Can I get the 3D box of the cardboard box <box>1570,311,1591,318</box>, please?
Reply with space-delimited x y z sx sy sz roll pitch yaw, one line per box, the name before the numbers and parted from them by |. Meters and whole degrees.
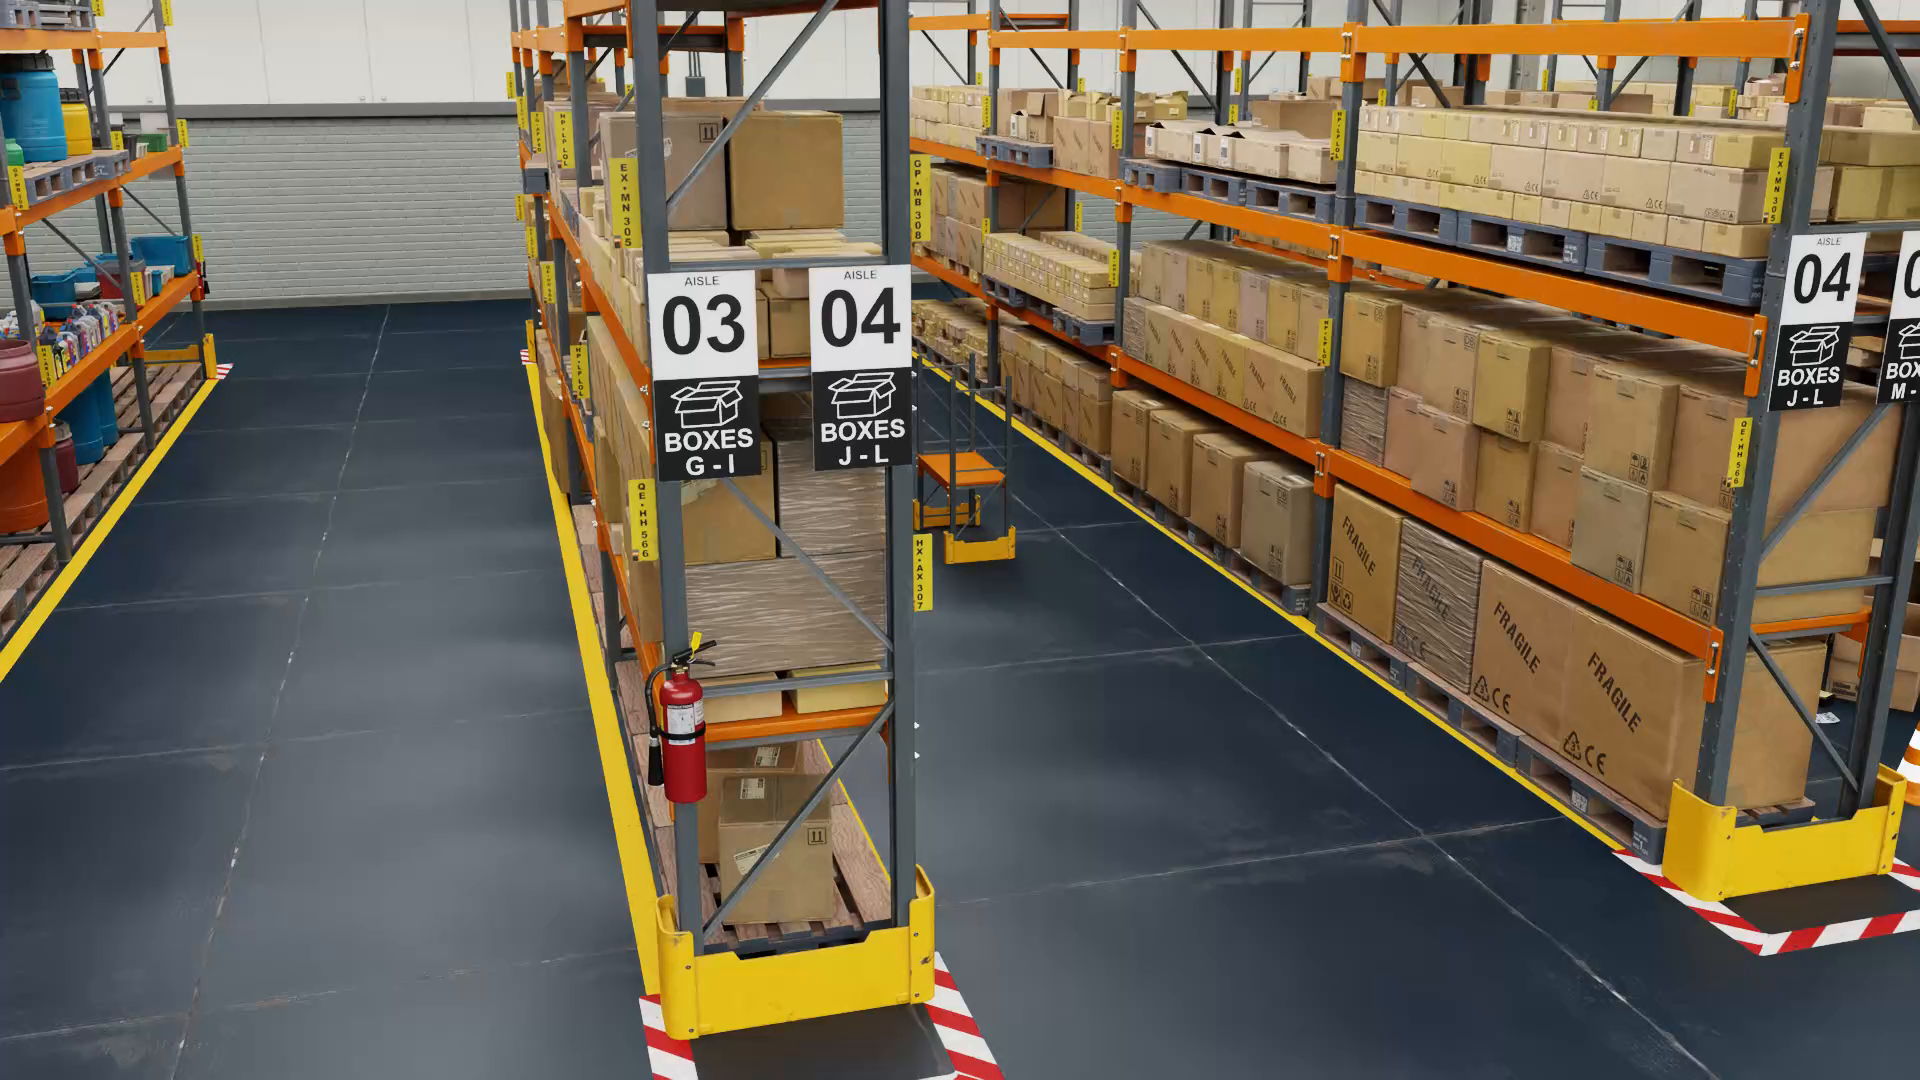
cardboard box | 6.257 -2.452 17.162 0.500 0.250 0.500 -5 18 -17

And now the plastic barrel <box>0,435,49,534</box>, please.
plastic barrel | -7.796 -0.525 13.529 0.600 0.830 0.708 -5 17 -15

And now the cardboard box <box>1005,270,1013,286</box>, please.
cardboard box | 0.696 -2.812 17.806 0.380 0.149 0.250 -5 17 -15

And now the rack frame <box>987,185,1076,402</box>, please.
rack frame | 0.815 -3.092 19.030 1.000 3.000 0.127 -5 17 -15

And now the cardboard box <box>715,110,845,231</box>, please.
cardboard box | -0.832 -1.706 7.645 0.500 0.500 0.500 -5 17 -15

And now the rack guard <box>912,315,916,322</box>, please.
rack guard | -0.263 -2.980 23.003 1.175 0.500 0.348 -5 17 -15

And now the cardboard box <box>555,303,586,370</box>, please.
cardboard box | -3.256 -1.786 14.509 0.500 0.500 0.500 -4 17 -14

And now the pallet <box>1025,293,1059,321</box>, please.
pallet | 1.331 -2.438 17.186 1.003 0.211 1.213 -5 17 -15

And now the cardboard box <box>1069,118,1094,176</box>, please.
cardboard box | 1.363 -3.745 15.817 0.500 0.500 0.500 -5 17 -15

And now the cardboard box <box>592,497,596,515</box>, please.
cardboard box | -2.679 -0.451 13.819 0.700 0.500 0.500 -6 18 -18

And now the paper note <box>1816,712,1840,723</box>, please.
paper note | 5.326 1.094 10.260 0.144 0.017 0.142 1 17 4

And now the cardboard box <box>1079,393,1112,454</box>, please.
cardboard box | 1.482 -1.150 16.183 0.500 0.500 0.500 -5 17 -16

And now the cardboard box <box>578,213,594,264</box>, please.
cardboard box | -1.906 -1.735 9.559 0.500 0.250 0.500 -5 18 -17

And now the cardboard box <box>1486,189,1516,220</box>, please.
cardboard box | 3.205 -1.896 9.368 0.380 0.149 0.250 -4 17 -15

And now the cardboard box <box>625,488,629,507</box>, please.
cardboard box | -1.157 -0.023 8.125 0.875 0.500 0.500 -5 17 -15

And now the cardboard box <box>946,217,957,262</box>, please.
cardboard box | 0.133 -3.675 20.281 0.500 0.500 0.500 -5 17 -16

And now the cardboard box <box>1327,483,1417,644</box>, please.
cardboard box | 3.119 0.117 11.311 0.875 0.875 0.875 -4 17 -14

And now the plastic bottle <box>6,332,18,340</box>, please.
plastic bottle | -8.550 -1.777 15.000 0.097 0.201 0.097 0 17 0

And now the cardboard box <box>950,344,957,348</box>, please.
cardboard box | 0.088 -2.373 20.862 0.380 0.149 0.250 -4 17 -14

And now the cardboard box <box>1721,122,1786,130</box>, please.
cardboard box | 4.120 -2.047 8.486 0.380 0.149 0.250 -5 17 -15

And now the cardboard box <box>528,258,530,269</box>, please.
cardboard box | -5.158 -3.448 20.652 0.380 0.149 0.250 -5 17 -17

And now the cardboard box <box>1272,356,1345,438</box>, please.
cardboard box | 2.613 -1.050 12.059 0.500 0.500 0.500 -5 17 -16

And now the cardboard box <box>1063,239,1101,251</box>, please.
cardboard box | 1.329 -3.143 17.875 0.380 0.149 0.250 -5 17 -15

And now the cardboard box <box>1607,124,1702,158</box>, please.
cardboard box | 3.484 -1.997 8.320 0.380 0.149 0.250 -4 17 -14

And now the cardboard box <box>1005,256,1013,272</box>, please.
cardboard box | 0.697 -2.955 17.764 0.380 0.149 0.250 -5 18 -18

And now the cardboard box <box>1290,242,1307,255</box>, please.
cardboard box | 4.745 -4.093 22.189 0.500 0.500 0.500 -4 17 -13

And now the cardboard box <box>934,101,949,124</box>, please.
cardboard box | -0.001 -5.235 20.345 0.500 0.250 0.500 -5 18 -17

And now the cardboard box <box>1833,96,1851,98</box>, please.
cardboard box | 10.745 -5.328 20.276 0.380 0.149 0.250 -4 17 -14

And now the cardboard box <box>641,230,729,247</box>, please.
cardboard box | -1.240 -1.310 7.453 0.380 0.149 0.250 -4 17 -15

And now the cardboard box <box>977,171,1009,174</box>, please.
cardboard box | 0.520 -4.331 20.727 0.500 0.500 0.500 -5 18 -17

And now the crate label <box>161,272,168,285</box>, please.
crate label | -9.279 -2.977 19.003 0.396 0.136 0.243 -5 17 -15

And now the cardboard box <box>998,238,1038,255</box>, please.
cardboard box | 0.631 -3.164 17.945 0.380 0.149 0.250 -5 17 -15

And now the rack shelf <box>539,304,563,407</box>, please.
rack shelf | -3.432 -1.830 16.080 1.077 0.370 4.000 -5 17 -15

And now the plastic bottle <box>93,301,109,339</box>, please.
plastic bottle | -8.177 -2.084 15.761 0.144 0.351 0.185 -5 17 -15

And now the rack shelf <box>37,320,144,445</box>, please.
rack shelf | -8.194 -1.438 14.776 1.077 0.370 4.000 -5 17 -15

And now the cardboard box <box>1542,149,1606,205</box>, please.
cardboard box | 3.436 -1.919 8.753 0.500 0.250 0.500 -5 17 -16

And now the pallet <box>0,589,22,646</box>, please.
pallet | -7.138 0.660 11.387 1.003 0.211 1.213 -5 17 -15

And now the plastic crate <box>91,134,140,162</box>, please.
plastic crate | -8.822 -4.075 17.317 0.497 0.269 0.590 -5 17 -15

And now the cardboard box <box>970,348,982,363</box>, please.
cardboard box | 0.336 -2.206 19.789 0.380 0.149 0.250 -6 18 -18

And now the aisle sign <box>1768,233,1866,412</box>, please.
aisle sign | 3.844 -0.974 7.462 0.394 0.787 0.004 -5 17 -15

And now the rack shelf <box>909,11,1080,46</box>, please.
rack shelf | 0.265 -6.172 20.113 1.077 0.370 4.000 -5 17 -15

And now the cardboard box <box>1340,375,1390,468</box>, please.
cardboard box | 3.126 -0.849 11.305 0.875 0.550 0.550 -5 17 -15

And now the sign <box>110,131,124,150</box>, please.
sign | -8.215 -3.820 16.224 0.100 0.325 0.005 -5 17 -15

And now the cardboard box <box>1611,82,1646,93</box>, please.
cardboard box | 9.372 -6.335 23.488 0.500 0.250 0.500 -5 17 -16

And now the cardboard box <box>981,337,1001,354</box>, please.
cardboard box | 0.467 -2.290 19.553 0.380 0.149 0.250 -4 17 -14

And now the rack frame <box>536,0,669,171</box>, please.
rack frame | -2.883 -4.494 13.271 1.000 3.000 0.127 -5 17 -15

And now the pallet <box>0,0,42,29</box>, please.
pallet | -7.813 -4.023 12.725 1.213 0.211 1.003 -5 17 -15

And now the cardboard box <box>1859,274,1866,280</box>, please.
cardboard box | 7.260 -1.936 13.763 0.500 0.500 0.500 -5 17 -15

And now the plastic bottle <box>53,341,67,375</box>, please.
plastic bottle | -7.636 -1.551 14.105 0.061 0.283 0.133 -5 17 -15

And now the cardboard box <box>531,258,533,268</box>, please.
cardboard box | -4.776 -3.324 19.547 0.500 0.250 0.500 -5 17 -16

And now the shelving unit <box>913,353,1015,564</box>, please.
shelving unit | 0.021 -0.697 13.666 0.587 1.500 1.083 -5 17 -15

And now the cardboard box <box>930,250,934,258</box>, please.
cardboard box | -0.175 -3.756 21.677 0.380 0.149 0.250 -4 17 -13

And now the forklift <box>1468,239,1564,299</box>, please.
forklift | 5.176 -1.648 14.345 3.031 2.935 1.130 16 23 42

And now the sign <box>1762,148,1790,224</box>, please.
sign | 3.587 -1.556 7.302 0.100 0.325 0.005 -5 17 -15
